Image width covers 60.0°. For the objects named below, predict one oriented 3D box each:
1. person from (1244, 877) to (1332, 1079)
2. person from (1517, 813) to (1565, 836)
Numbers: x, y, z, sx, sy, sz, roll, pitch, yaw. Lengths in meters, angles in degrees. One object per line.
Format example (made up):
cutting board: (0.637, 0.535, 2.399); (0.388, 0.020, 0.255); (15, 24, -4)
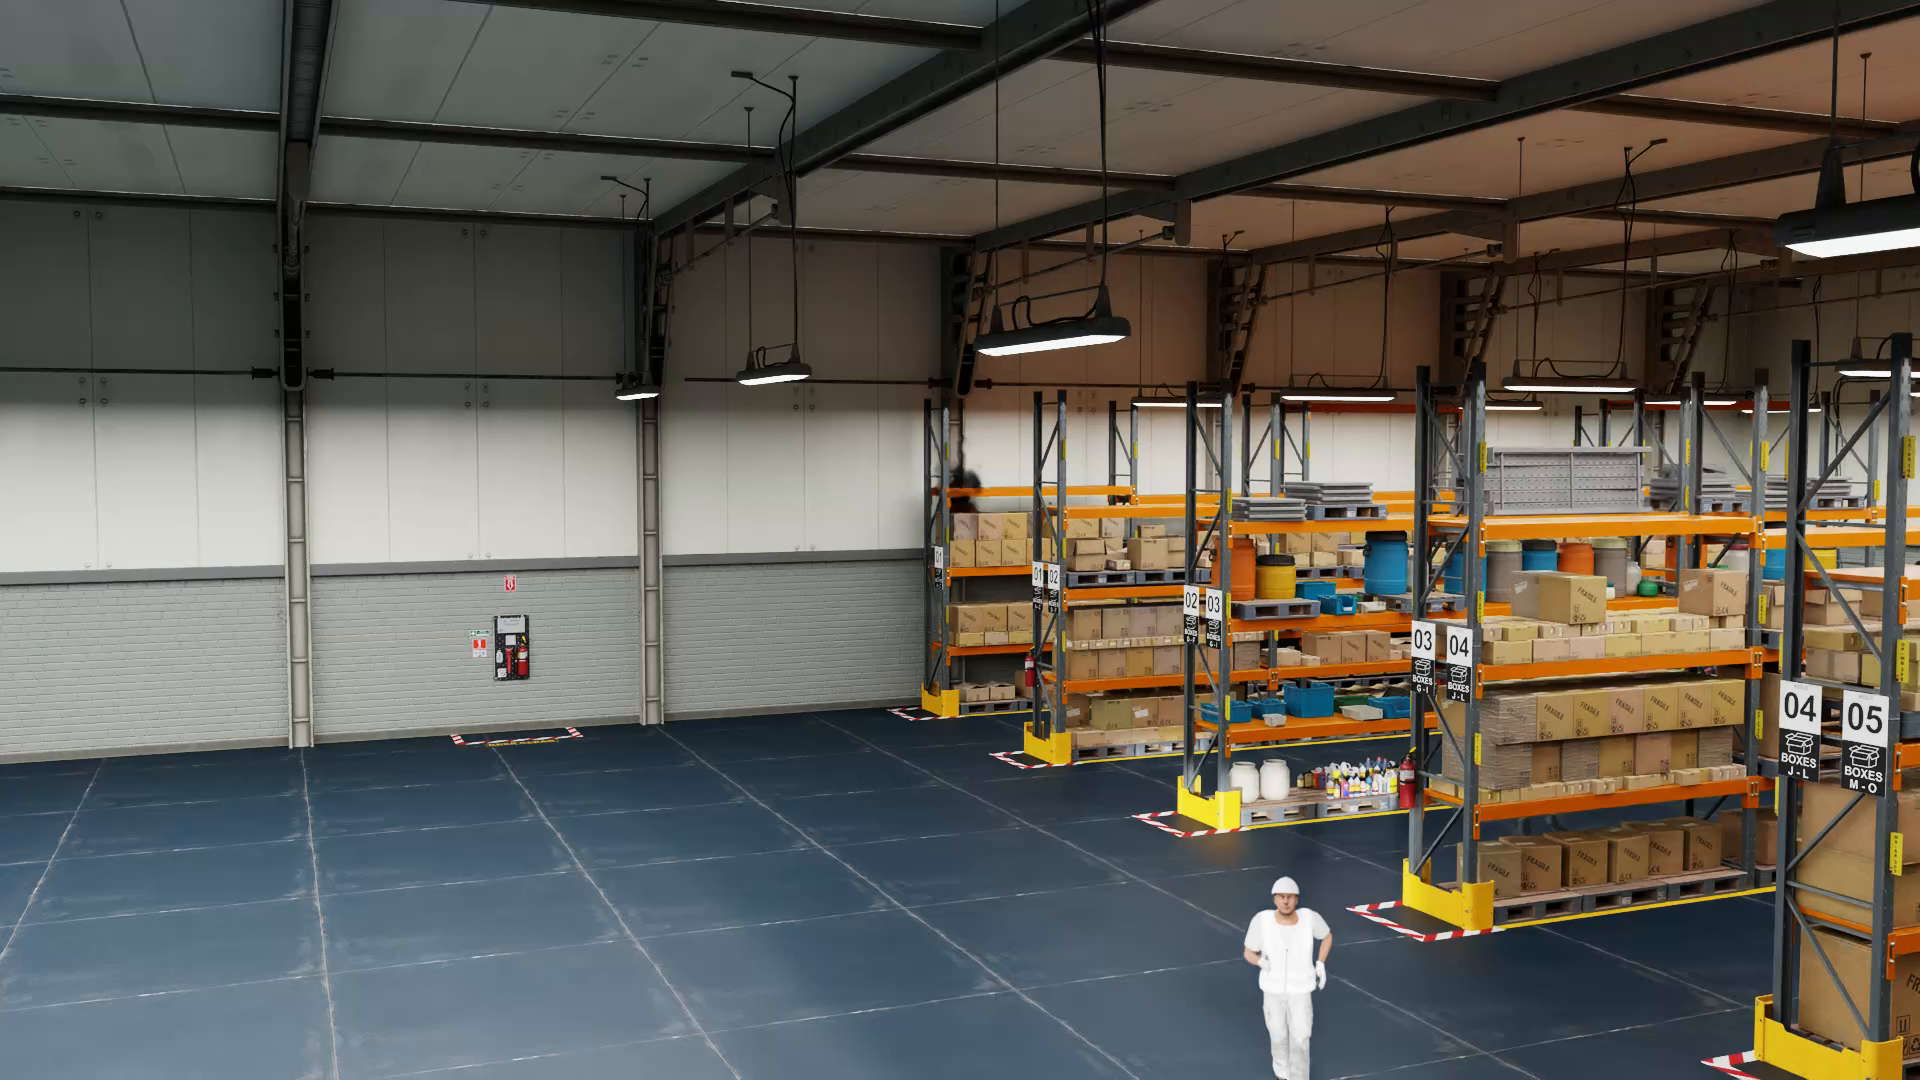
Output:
person: (2.527, 3.520, 12.879); (0.656, 1.844, 0.782); (1, 3, 16)
person: (7.107, 3.076, 20.306); (0.820, 1.821, 0.677); (-2, 4, -30)
